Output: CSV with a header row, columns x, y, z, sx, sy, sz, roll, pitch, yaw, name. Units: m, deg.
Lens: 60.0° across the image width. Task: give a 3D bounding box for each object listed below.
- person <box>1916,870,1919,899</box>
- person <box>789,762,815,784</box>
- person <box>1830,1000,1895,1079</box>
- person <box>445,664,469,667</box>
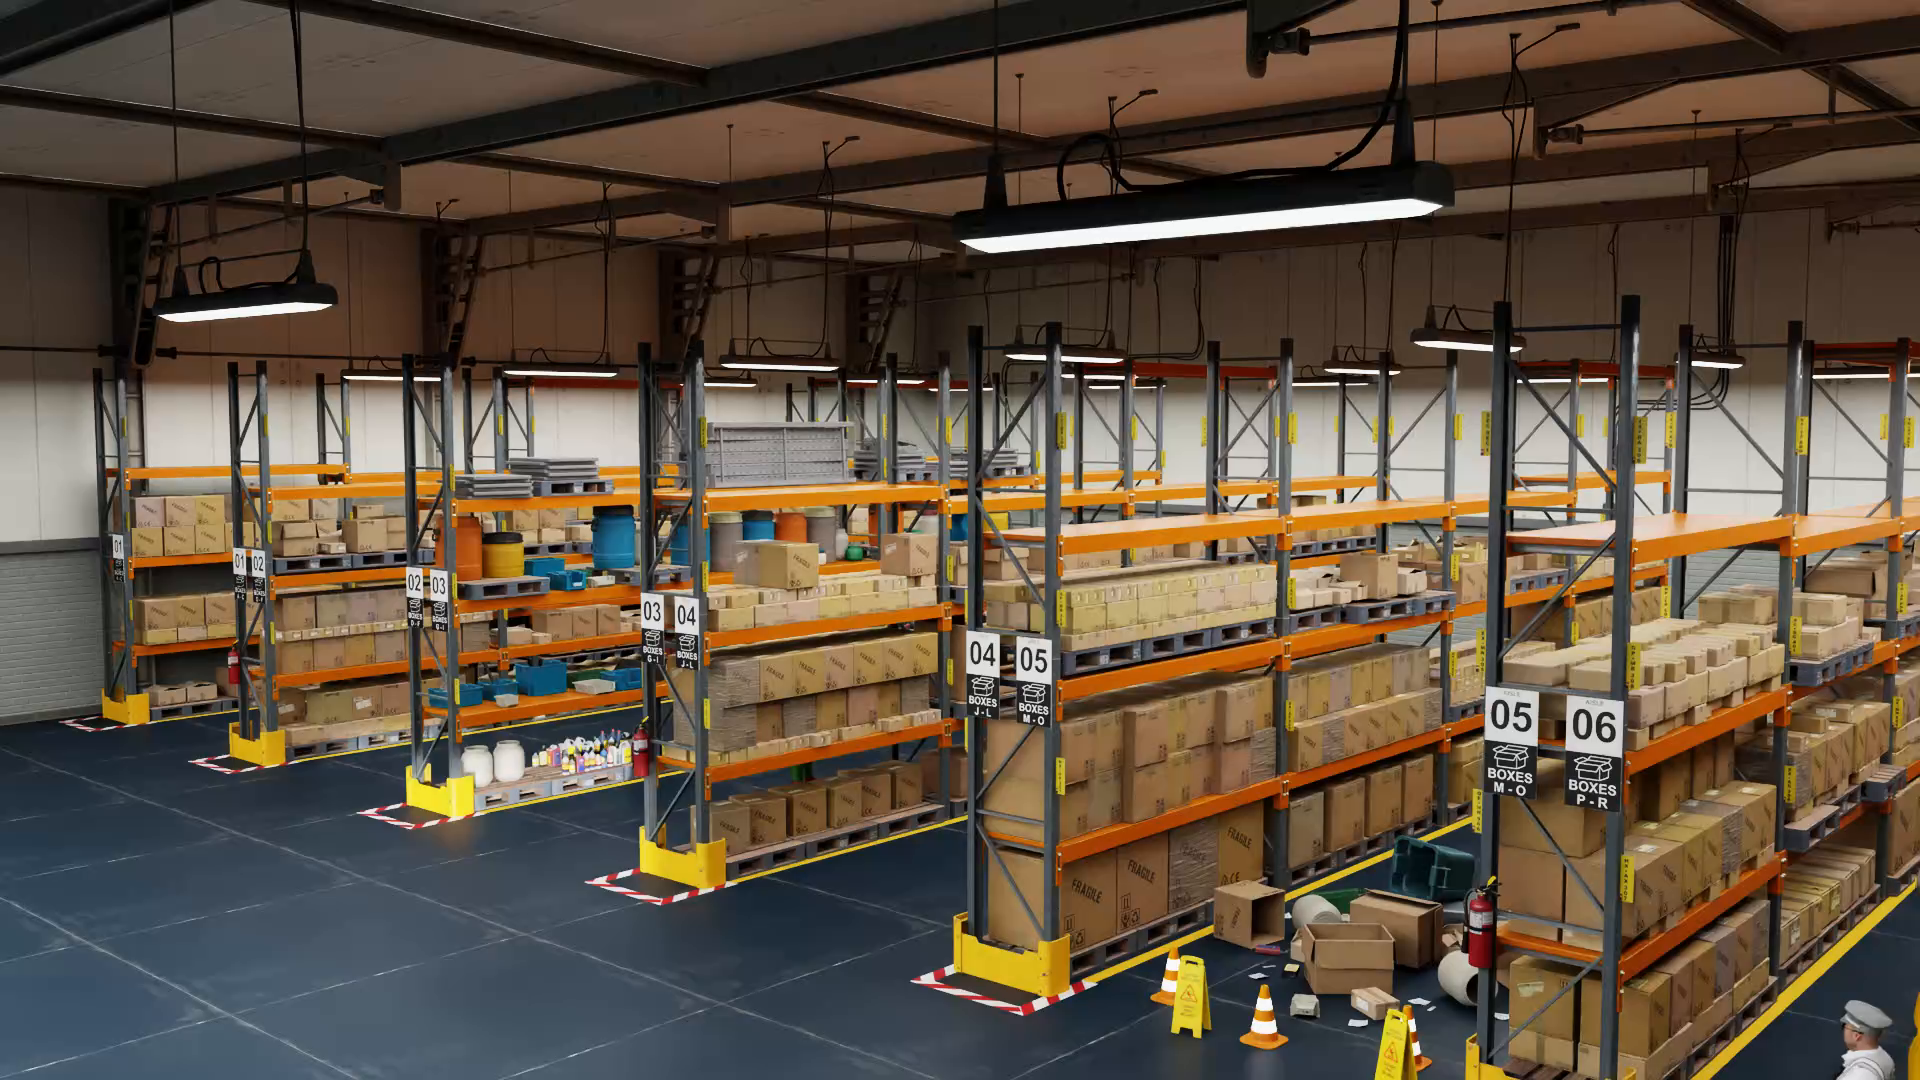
x,y,z,sx,sy,sz,roll,pitch,yaw,name
8.689,3.248,14.545,0.649,1.799,0.700,-4,6,-44,person
-2.132,2.632,22.150,0.411,1.793,0.603,3,5,34,person
5.277,3.572,9.719,0.944,1.738,0.503,2,4,21,person
-8.917,2.204,29.344,0.568,1.756,0.361,-2,5,-31,person
